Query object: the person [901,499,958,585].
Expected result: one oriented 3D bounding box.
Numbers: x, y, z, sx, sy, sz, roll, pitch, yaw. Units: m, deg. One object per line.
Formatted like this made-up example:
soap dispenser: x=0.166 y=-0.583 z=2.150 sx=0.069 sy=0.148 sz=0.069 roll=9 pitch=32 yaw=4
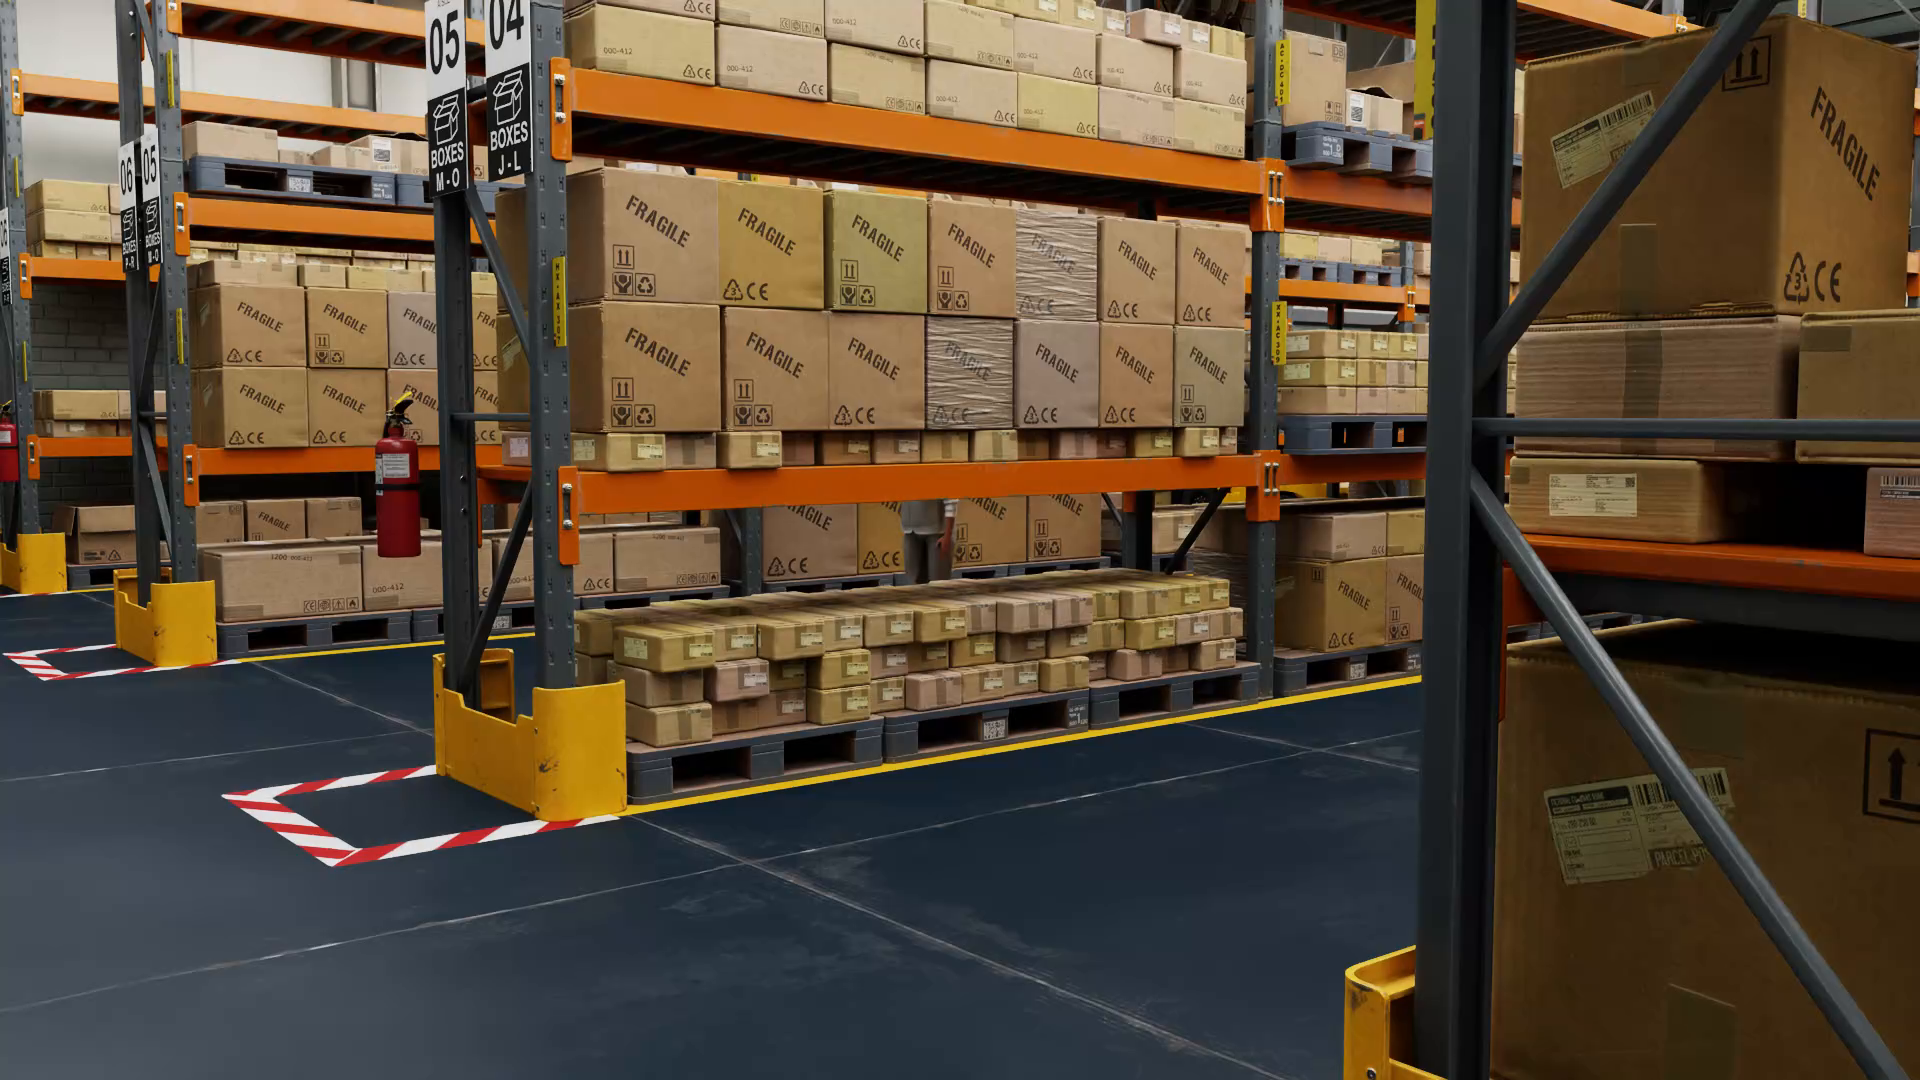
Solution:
person: x=-0.173 y=-0.027 z=9.826 sx=0.404 sy=1.598 sz=0.311 roll=4 pitch=6 yaw=44
